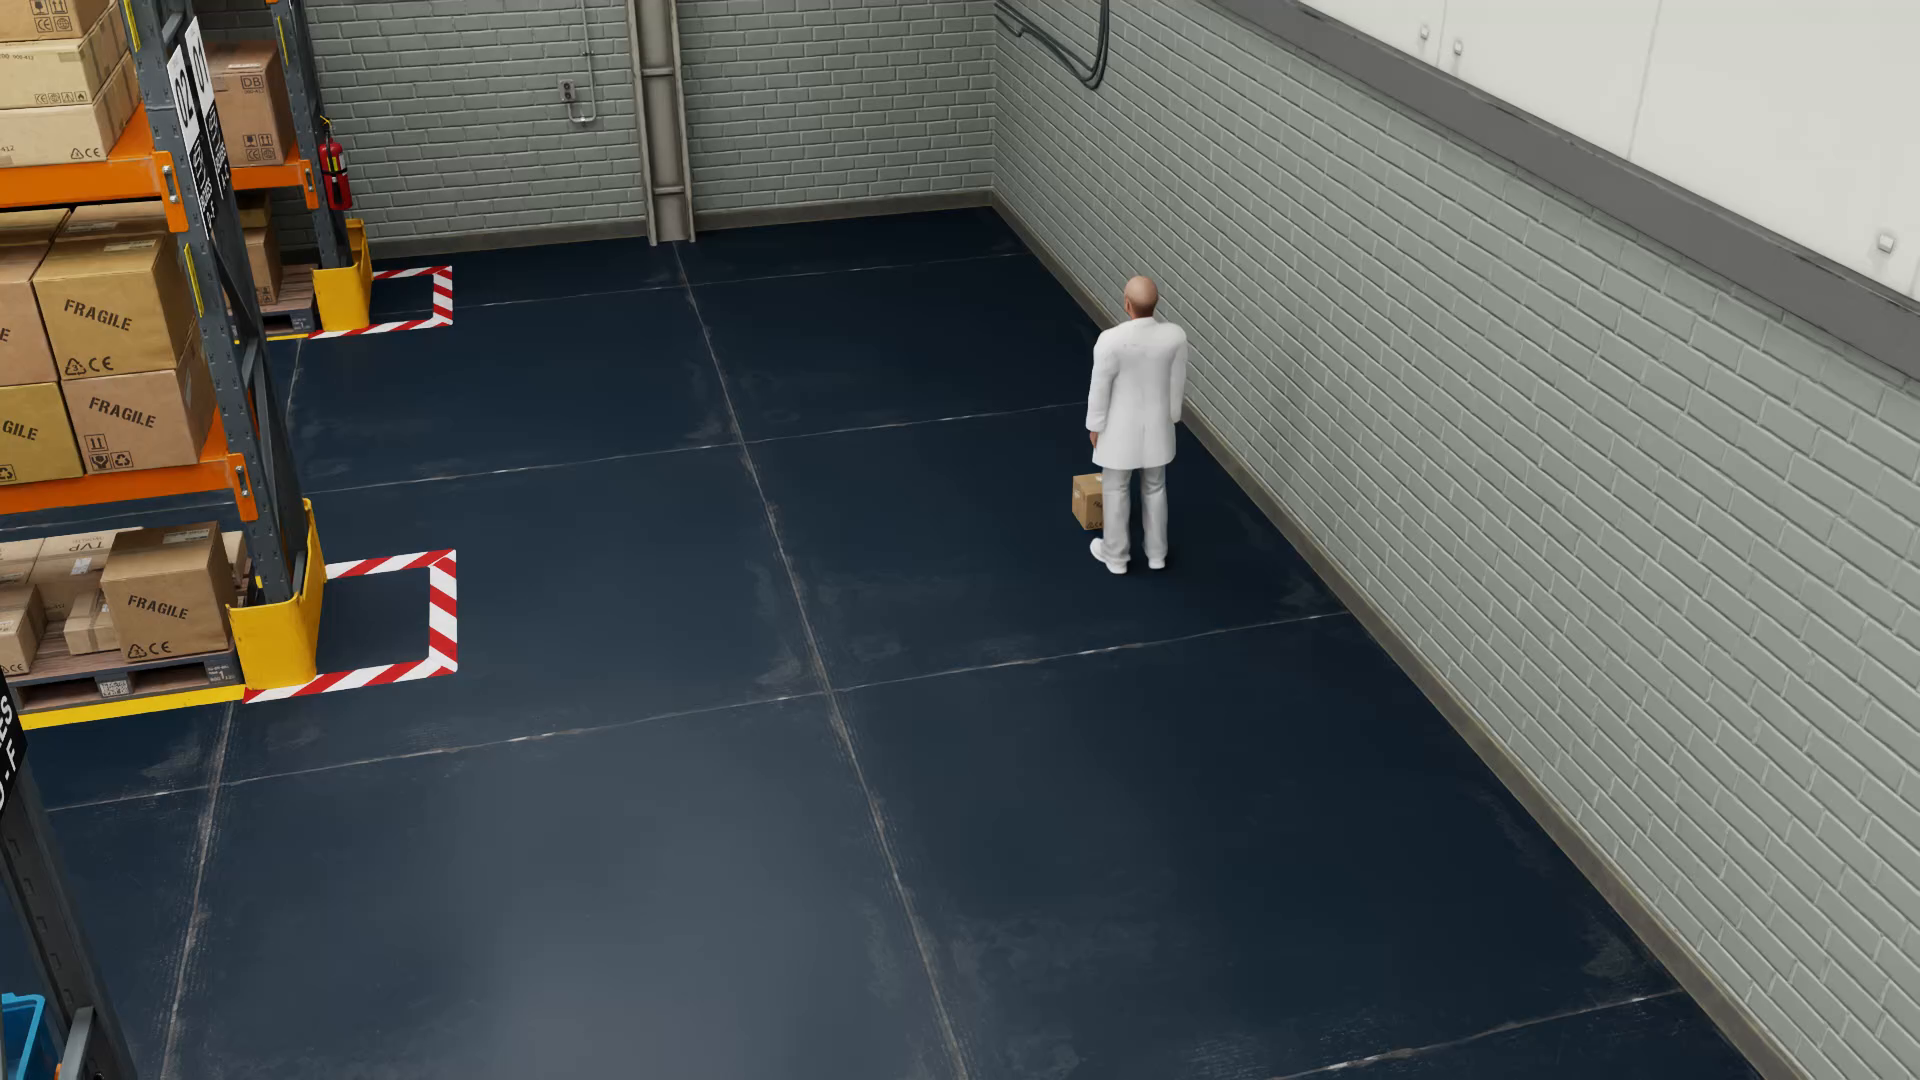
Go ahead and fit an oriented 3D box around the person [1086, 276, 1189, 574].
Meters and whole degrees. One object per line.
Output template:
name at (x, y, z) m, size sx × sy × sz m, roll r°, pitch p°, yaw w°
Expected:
person at (0.974, -0.650, 9.399) m, size 0.563 × 1.794 × 0.393 m, roll -7°, pitch 31°, yaw -12°
